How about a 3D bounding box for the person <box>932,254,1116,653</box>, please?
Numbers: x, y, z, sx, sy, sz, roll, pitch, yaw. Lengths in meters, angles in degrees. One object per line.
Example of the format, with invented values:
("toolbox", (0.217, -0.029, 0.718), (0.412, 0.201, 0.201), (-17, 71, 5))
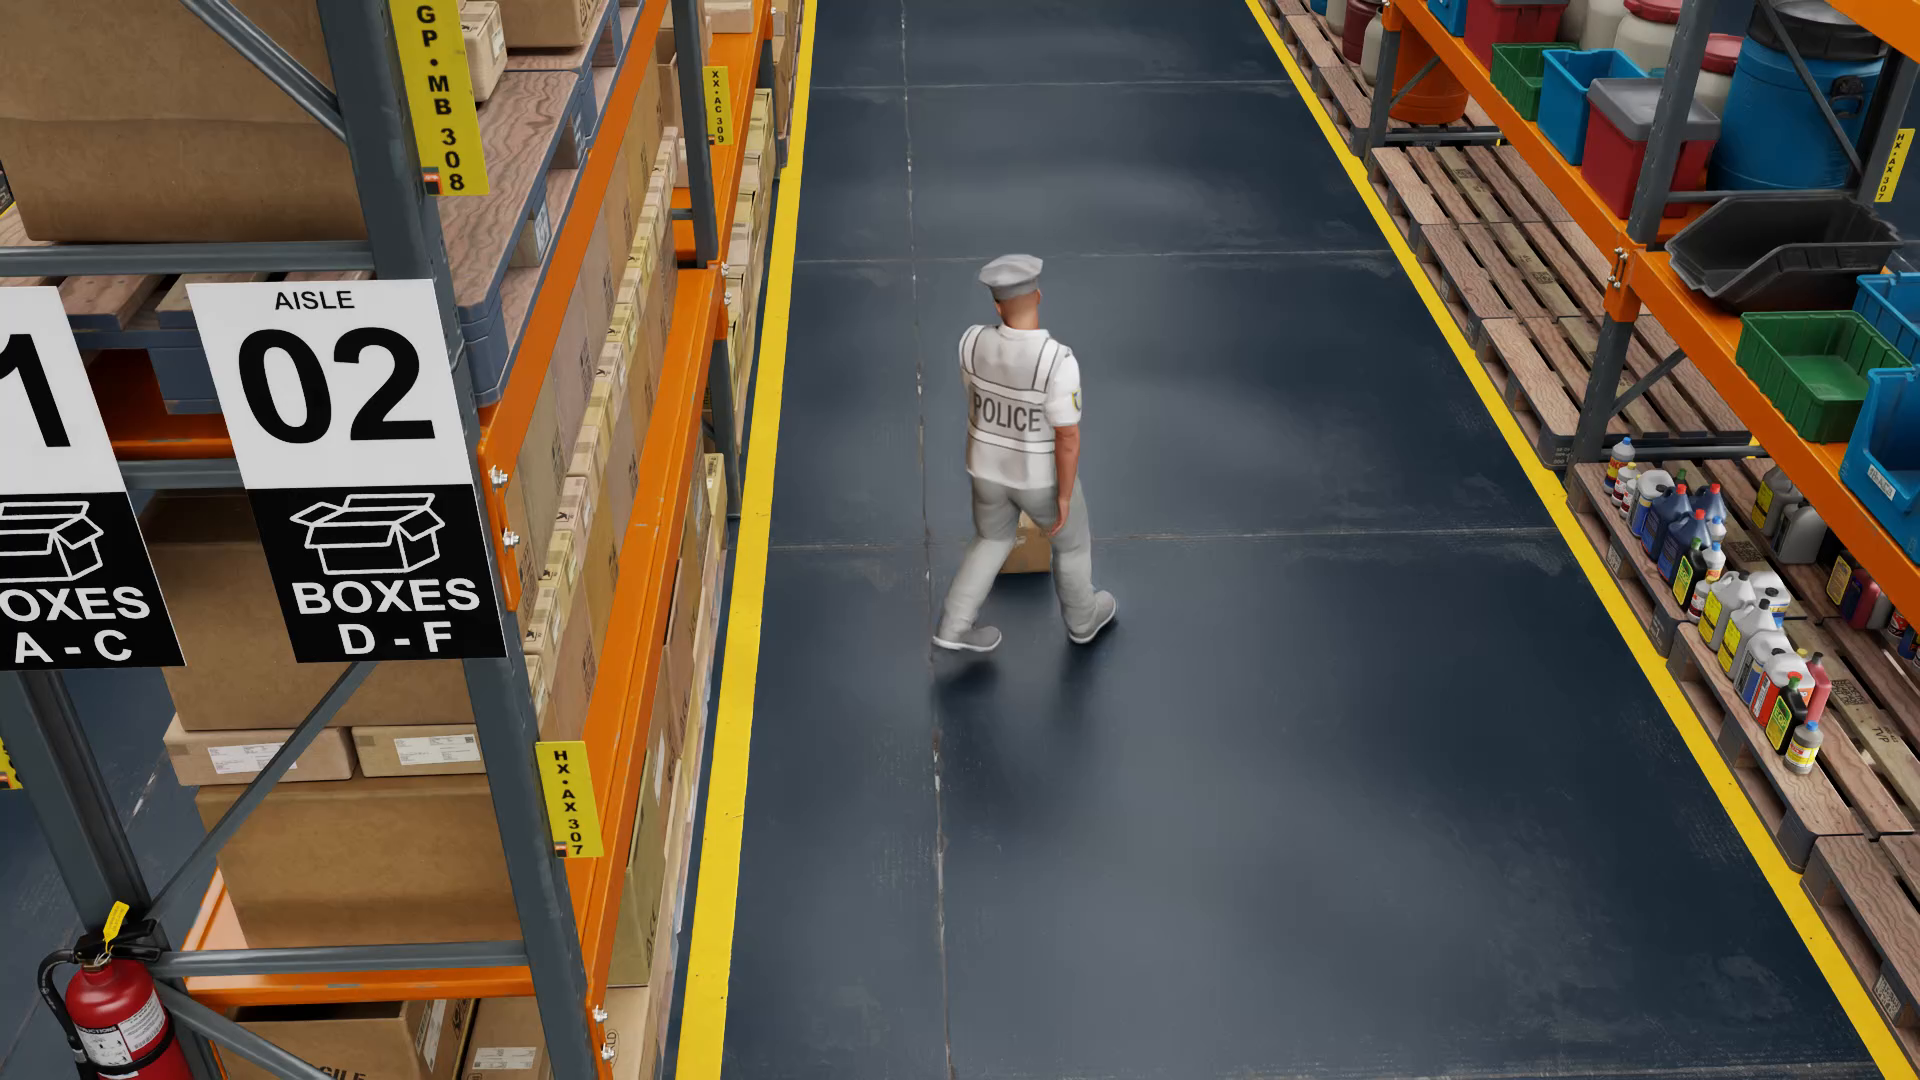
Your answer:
("person", (0.265, -0.290, 6.554), (0.580, 1.709, 0.783), (17, 38, 22))
